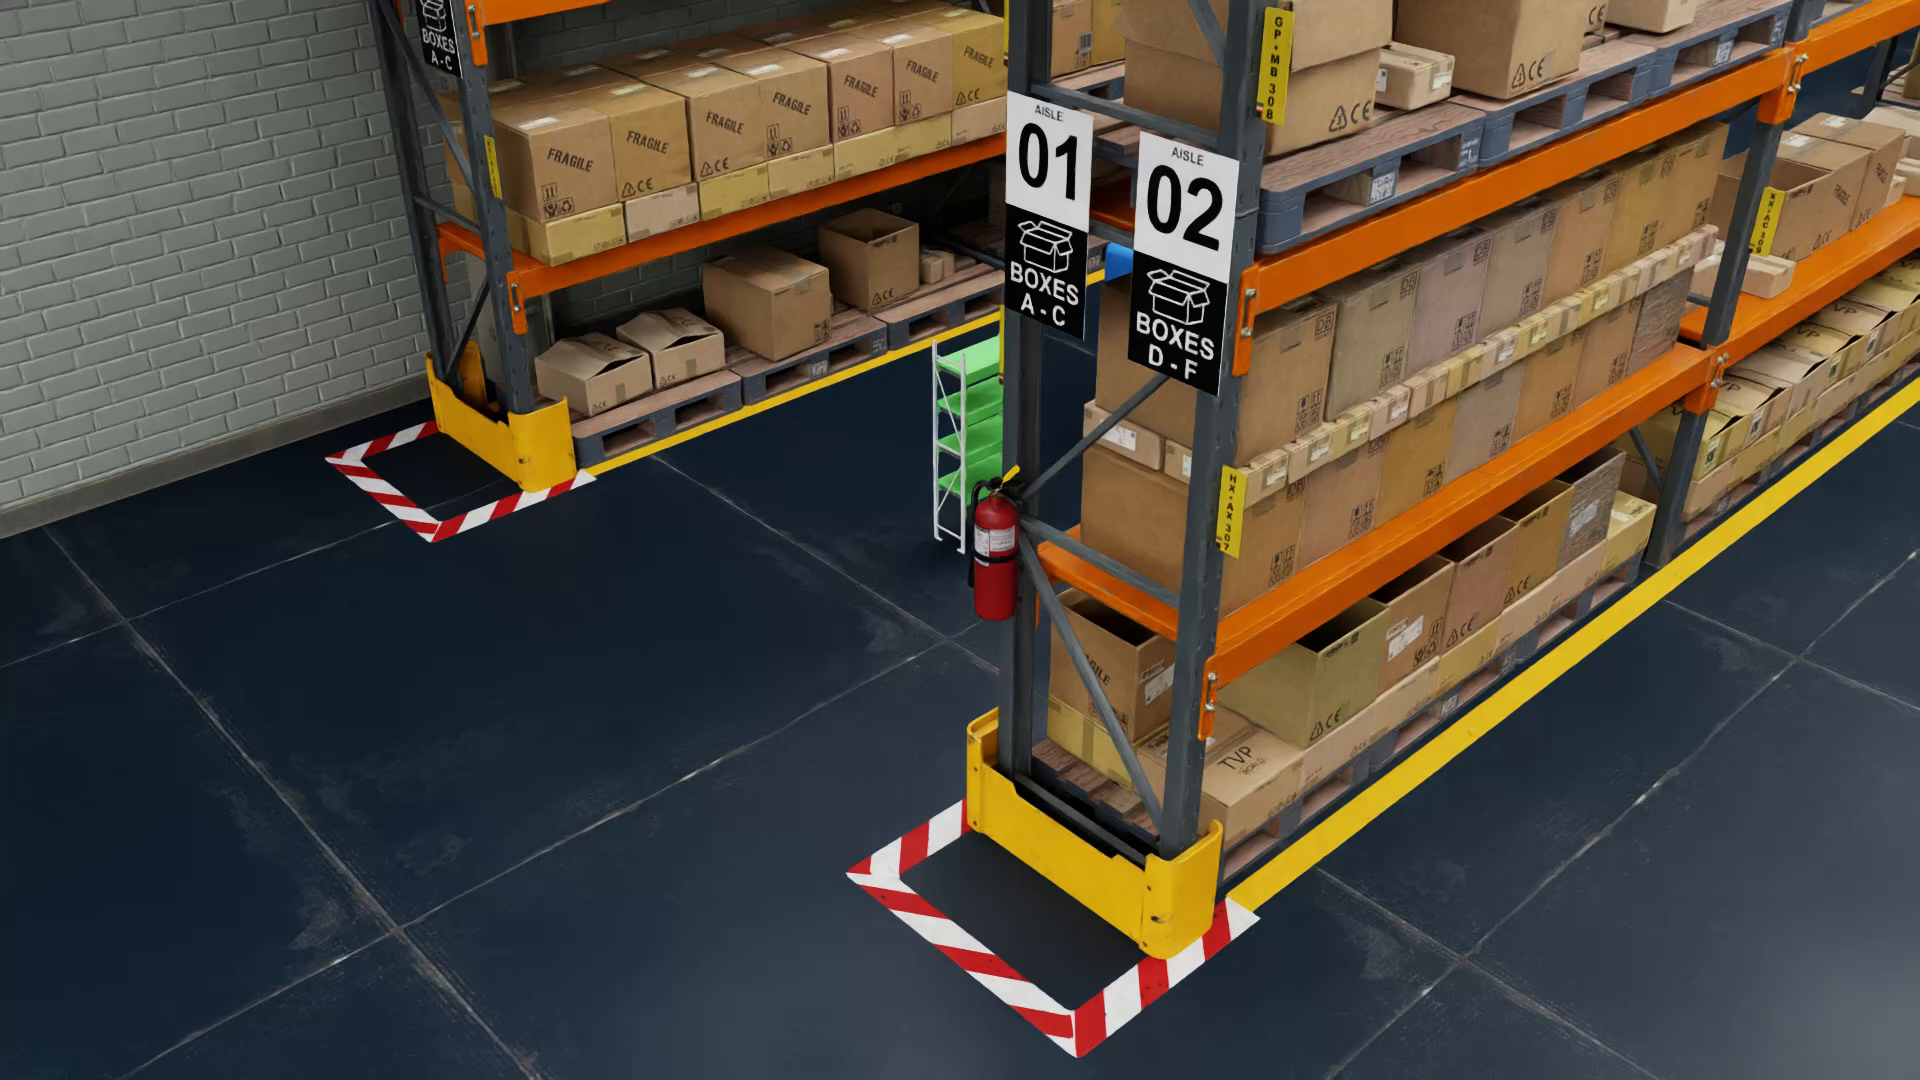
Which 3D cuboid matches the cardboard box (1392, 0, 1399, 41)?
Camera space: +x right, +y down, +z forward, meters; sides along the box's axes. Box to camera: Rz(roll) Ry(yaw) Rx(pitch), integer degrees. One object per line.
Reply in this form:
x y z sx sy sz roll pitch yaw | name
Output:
1.616 -2.094 6.472 0.500 0.311 0.500 -21 37 -30 | cardboard box

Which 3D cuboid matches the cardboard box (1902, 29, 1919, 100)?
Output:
6.794 -3.232 11.162 0.700 0.500 0.500 15 35 23 | cardboard box

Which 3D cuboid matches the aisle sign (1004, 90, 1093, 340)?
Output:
0.295 -1.105 5.689 0.004 0.787 0.394 -26 40 -35 | aisle sign

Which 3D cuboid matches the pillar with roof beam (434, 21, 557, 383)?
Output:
0.024 -3.292 6.008 0.400 9.000 9.100 -26 40 -35 | pillar with roof beam

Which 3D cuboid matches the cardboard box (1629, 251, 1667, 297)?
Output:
3.049 -1.285 7.759 0.250 0.149 0.380 -27 41 -37 | cardboard box

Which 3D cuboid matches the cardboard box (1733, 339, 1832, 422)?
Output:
4.698 -0.982 9.675 0.500 0.311 0.500 -27 41 -37 | cardboard box

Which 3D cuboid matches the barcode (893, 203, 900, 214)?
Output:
-0.454 -2.377 11.930 0.075 0.075 0.001 -26 40 -35 | barcode

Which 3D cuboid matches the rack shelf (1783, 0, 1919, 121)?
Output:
4.943 -3.007 9.107 4.000 0.370 1.077 -26 40 -35 | rack shelf

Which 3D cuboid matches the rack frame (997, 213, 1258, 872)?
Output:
0.543 0.094 6.222 0.127 3.000 1.000 -26 40 -35 | rack frame

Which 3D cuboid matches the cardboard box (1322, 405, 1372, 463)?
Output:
1.353 -0.465 6.418 0.250 0.149 0.380 -26 40 -35 | cardboard box

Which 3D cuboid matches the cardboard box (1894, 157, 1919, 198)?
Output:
5.937 -2.212 10.233 0.250 0.149 0.380 -26 40 -35 | cardboard box

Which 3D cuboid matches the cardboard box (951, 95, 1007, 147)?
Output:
-0.036 -2.880 11.208 0.500 0.250 0.500 -26 40 -35 | cardboard box

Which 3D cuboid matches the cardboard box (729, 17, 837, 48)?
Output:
-1.133 -3.040 10.752 0.500 0.500 0.500 -25 39 -34 | cardboard box

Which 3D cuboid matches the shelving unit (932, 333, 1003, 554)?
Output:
0.121 -0.571 9.033 0.503 1.200 0.258 -26 40 -35 | shelving unit

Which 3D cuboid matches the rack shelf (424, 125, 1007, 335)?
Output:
-1.361 -2.203 10.666 4.000 0.370 1.077 -26 40 -35 | rack shelf

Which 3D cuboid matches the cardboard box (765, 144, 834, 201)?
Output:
-1.133 -2.343 10.331 0.500 0.250 0.500 -25 40 -35 | cardboard box

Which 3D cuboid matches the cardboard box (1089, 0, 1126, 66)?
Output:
0.916 -3.812 12.092 0.500 0.500 0.700 -21 37 -31 | cardboard box

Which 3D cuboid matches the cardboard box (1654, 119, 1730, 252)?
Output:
3.155 -1.762 7.916 0.500 0.500 0.700 -26 40 -35 | cardboard box

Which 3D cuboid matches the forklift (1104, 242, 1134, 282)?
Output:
2.236 -2.553 10.615 1.130 2.935 3.031 25 39 35 | forklift

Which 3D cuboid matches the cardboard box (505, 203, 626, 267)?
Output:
-2.254 -1.796 9.437 0.500 0.250 0.500 -27 41 -37 | cardboard box

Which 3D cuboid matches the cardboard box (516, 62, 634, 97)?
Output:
-2.251 -2.488 9.849 0.500 0.500 0.500 -25 39 -35 | cardboard box

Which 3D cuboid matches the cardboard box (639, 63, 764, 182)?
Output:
-1.521 -2.471 9.822 0.500 0.500 0.500 -27 41 -37 | cardboard box

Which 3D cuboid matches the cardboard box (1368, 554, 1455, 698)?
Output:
1.811 0.302 7.395 0.500 0.500 0.500 -26 40 -35 | cardboard box

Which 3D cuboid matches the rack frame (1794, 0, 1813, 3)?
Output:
3.476 -3.885 6.977 0.127 3.000 1.000 -26 40 -35 | rack frame

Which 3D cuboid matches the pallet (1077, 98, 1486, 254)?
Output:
1.079 -1.389 5.856 1.213 0.211 1.003 -26 40 -35 | pallet

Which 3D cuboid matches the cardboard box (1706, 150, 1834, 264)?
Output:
4.436 -1.821 9.257 0.500 0.500 0.500 -23 38 -32 | cardboard box

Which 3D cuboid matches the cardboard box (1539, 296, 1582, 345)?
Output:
2.490 -1.016 7.319 0.250 0.149 0.380 -25 39 -34 | cardboard box

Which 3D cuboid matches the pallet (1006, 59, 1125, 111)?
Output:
0.764 -3.353 12.041 1.213 0.211 1.003 -26 40 -35 | pallet

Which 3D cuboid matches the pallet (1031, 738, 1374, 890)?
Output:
1.075 0.996 7.419 1.213 0.211 1.003 -26 40 -35 | pallet

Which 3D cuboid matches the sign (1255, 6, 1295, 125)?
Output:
0.916 -1.378 4.840 0.005 0.325 0.100 -26 40 -35 | sign

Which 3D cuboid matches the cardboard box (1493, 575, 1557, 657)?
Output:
2.555 0.273 8.161 0.500 0.250 0.500 -26 40 -35 | cardboard box

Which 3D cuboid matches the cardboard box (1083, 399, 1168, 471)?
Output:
0.693 -0.434 6.367 0.250 0.149 0.380 -27 40 -36 | cardboard box

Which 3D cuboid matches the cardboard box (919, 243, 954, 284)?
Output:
-0.267 -1.997 11.934 0.380 0.166 0.250 23 38 33 | cardboard box

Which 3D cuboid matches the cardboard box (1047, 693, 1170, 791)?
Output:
0.735 0.784 7.325 0.500 0.250 0.500 -26 40 -35 | cardboard box

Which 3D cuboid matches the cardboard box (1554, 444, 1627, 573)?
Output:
2.910 -0.230 8.266 0.500 0.500 0.500 -26 40 -35 | cardboard box

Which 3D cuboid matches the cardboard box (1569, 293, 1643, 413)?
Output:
2.773 -1.019 7.945 0.500 0.500 0.700 -26 40 -36 | cardboard box

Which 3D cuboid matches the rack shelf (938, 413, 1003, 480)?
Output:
0.121 -0.516 9.066 0.480 0.148 0.258 -26 40 -35 | rack shelf

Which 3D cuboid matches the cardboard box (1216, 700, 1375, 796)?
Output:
1.451 0.804 7.294 0.500 0.250 0.500 -26 40 -35 | cardboard box

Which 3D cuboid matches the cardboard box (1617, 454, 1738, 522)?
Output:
3.940 -0.380 9.229 0.500 0.250 0.500 -27 40 -37 | cardboard box

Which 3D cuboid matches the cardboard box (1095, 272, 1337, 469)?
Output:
0.933 -0.682 6.151 0.500 0.500 0.700 -26 40 -35 | cardboard box

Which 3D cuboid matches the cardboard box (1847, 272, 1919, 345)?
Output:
5.816 -1.523 10.560 0.500 0.311 0.500 -27 40 -36 | cardboard box

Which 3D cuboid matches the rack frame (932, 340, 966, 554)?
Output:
-0.058 -0.484 8.891 0.015 1.200 0.240 -26 40 -35 | rack frame

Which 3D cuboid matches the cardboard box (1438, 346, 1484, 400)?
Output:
1.920 -0.740 6.868 0.250 0.149 0.380 -26 40 -36 | cardboard box

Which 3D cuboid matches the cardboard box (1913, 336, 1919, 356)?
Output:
6.189 -1.470 11.012 0.500 0.250 0.500 -25 39 -34 | cardboard box

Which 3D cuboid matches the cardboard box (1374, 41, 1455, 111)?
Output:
1.525 -1.668 5.931 0.250 0.149 0.380 -26 40 -35 | cardboard box

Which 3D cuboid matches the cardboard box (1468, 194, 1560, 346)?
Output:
2.051 -1.228 7.043 0.500 0.500 0.700 -26 40 -35 | cardboard box

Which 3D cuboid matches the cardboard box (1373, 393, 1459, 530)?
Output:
1.644 -0.472 7.050 0.500 0.500 0.700 -26 40 -35 | cardboard box

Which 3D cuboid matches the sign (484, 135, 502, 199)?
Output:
-2.459 -1.962 8.753 0.005 0.325 0.100 -26 40 -35 | sign

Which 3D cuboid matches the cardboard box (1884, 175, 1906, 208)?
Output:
5.512 -2.163 10.153 0.250 0.149 0.380 -23 38 -32 | cardboard box

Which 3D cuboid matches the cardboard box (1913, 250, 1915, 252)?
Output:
6.935 -2.287 12.089 0.500 0.500 0.500 -24 39 -34 | cardboard box

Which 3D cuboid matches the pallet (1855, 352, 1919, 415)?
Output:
5.779 -1.277 11.137 1.213 0.211 1.003 -26 40 -35 | pallet

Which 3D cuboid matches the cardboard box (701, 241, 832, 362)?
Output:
-1.270 -1.576 10.926 0.700 0.500 0.500 26 40 36 | cardboard box

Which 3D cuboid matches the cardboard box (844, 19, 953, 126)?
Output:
-0.393 -3.018 10.716 0.500 0.500 0.500 -26 40 -36 | cardboard box

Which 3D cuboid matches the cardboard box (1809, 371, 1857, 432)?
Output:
5.068 -0.925 10.121 0.500 0.250 0.500 -25 39 -35 | cardboard box

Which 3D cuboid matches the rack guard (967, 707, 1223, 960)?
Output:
0.525 1.168 6.860 0.348 0.500 1.175 -26 40 -35 | rack guard

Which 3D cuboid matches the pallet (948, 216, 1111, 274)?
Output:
0.675 -2.306 12.819 1.213 0.211 1.003 -26 40 -35 | pallet
